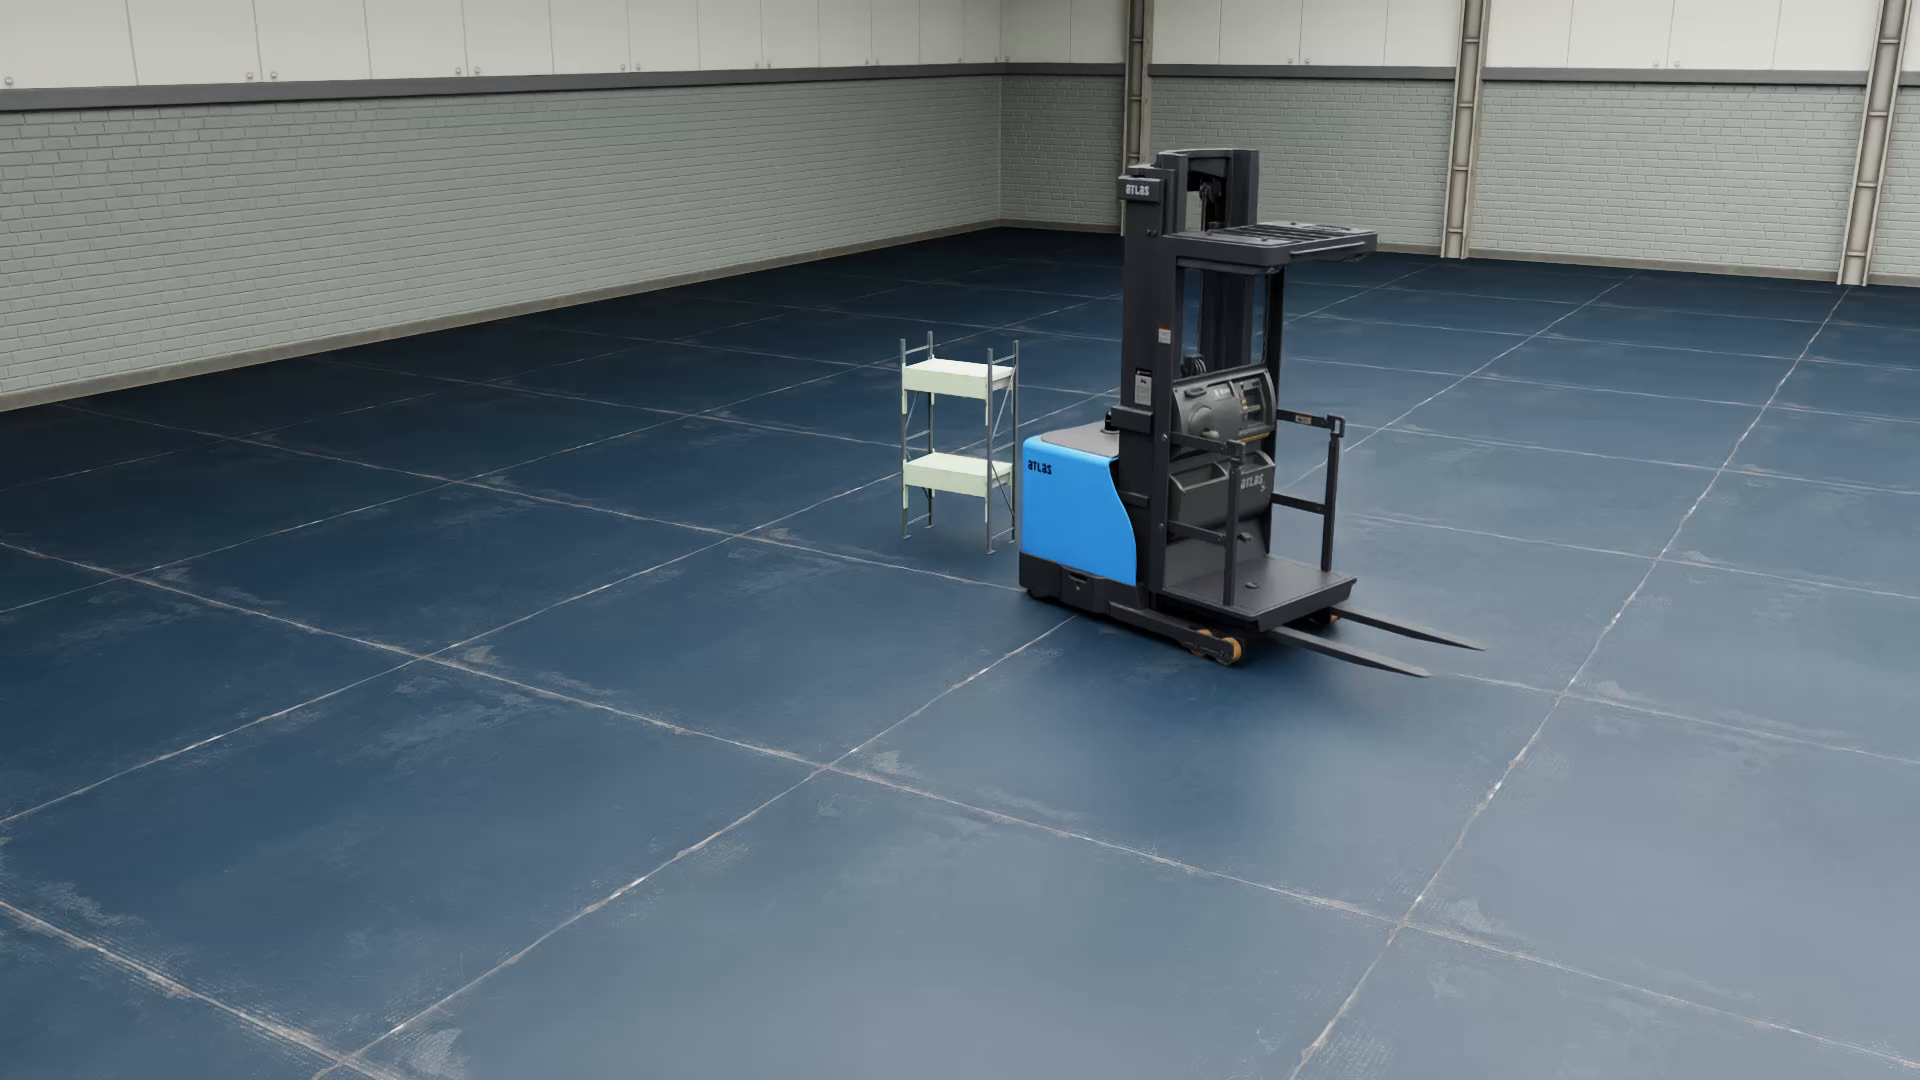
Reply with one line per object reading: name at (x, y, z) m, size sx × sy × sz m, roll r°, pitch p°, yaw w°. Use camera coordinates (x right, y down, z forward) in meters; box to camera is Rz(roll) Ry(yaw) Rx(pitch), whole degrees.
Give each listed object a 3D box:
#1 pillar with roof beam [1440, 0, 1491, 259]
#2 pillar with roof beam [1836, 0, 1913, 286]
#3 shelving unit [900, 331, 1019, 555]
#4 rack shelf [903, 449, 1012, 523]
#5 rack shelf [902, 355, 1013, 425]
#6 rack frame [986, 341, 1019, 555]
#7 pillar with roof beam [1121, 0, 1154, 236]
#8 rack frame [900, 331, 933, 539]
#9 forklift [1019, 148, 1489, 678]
pillar with roof beam at (6.111, -8.022, 23.308) m, size 0.400 × 9.000 × 9.100 m, roll 10°, pitch 20°, yaw 30°
pillar with roof beam at (11.224, -7.110, 20.304) m, size 0.400 × 9.000 × 9.100 m, roll 10°, pitch 20°, yaw 30°
shelving unit at (-0.006, -0.719, 12.167) m, size 0.755 × 1.500 × 0.431 m, roll 10°, pitch 20°, yaw 30°
rack shelf at (-0.006, -0.407, 12.261) m, size 0.720 × 0.370 × 0.431 m, roll 10°, pitch 20°, yaw 30°
rack shelf at (-0.006, -1.092, 12.053) m, size 0.720 × 0.370 × 0.431 m, roll 10°, pitch 20°, yaw 30°
rack frame at (0.306, -0.663, 11.983) m, size 0.023 × 1.500 × 0.400 m, roll 10°, pitch 20°, yaw 30°
pillar with roof beam at (0.998, -8.935, 26.313) m, size 0.400 × 9.000 × 9.100 m, roll 10°, pitch 20°, yaw 30°
rack frame at (-0.318, -0.774, 12.350) m, size 0.023 × 1.500 × 0.400 m, roll 10°, pitch 20°, yaw 30°
forklift at (1.769, -0.824, 10.050) m, size 1.130 × 2.935 × 3.031 m, roll -15°, pitch 23°, yaw -41°
